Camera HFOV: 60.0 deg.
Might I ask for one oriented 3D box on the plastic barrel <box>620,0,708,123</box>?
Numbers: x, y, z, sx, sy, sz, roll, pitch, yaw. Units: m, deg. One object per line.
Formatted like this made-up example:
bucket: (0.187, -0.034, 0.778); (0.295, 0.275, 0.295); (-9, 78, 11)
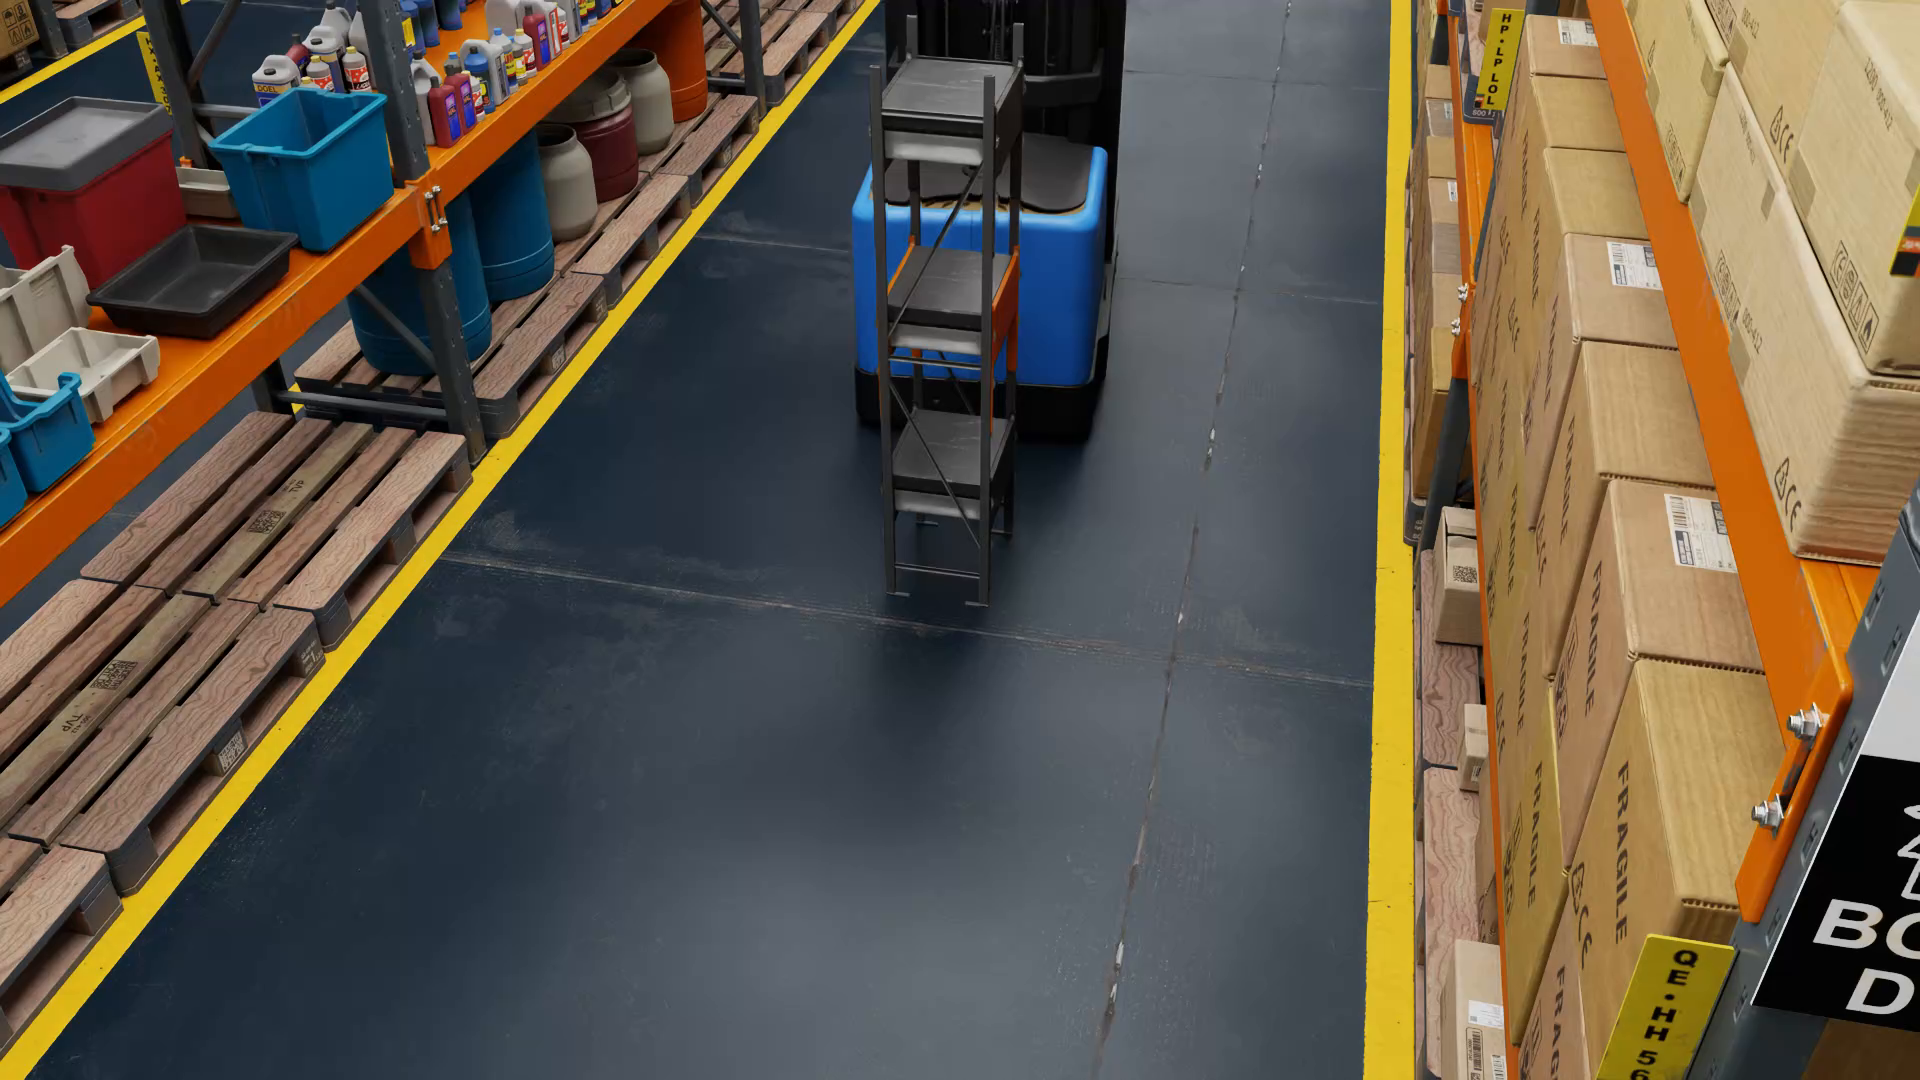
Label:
plastic barrel: (-1.801, -2.927, 9.723); (0.600, 0.830, 0.708); (7, 37, 10)

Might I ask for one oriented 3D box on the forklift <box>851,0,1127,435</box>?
forklift: (0.235, -2.500, 7.702); (1.130, 2.935, 3.031); (4, 36, 6)

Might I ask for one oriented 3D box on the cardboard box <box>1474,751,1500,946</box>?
cardboard box: (1.874, 0.909, 4.692); (0.797, 0.503, 0.637); (7, 37, 10)

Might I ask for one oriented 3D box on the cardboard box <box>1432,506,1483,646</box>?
cardboard box: (1.969, 0.122, 5.941); (0.500, 0.311, 0.500); (7, 37, 10)

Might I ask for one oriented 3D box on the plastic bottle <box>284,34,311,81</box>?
plastic bottle: (-2.795, -1.982, 7.028); (0.061, 0.283, 0.133); (7, 37, 10)

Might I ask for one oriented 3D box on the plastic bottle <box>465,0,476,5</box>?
plastic bottle: (-2.456, -2.804, 8.105); (0.144, 0.351, 0.185); (7, 37, 10)

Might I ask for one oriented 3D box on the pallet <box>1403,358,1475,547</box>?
pallet: (2.407, -0.344, 7.044); (1.003, 0.211, 1.213); (7, 37, 10)

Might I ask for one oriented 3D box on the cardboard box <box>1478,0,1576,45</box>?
cardboard box: (2.588, -2.233, 6.832); (0.700, 0.500, 0.500); (-1, 36, -2)

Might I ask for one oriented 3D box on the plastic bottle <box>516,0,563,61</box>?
plastic bottle: (-1.899, -2.323, 7.505); (0.152, 0.276, 0.135); (7, 37, 10)

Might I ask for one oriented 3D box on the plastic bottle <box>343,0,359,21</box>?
plastic bottle: (-2.652, -2.279, 7.380); (0.144, 0.351, 0.185); (7, 37, 10)

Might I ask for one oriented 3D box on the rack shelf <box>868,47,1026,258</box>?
rack shelf: (-0.035, -1.311, 5.600); (0.431, 0.518, 0.480); (7, 37, 10)

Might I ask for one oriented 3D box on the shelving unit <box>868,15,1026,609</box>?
shelving unit: (-0.035, -0.755, 6.003); (0.431, 2.100, 0.503); (7, 37, 10)

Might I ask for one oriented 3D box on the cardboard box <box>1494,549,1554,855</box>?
cardboard box: (1.465, 0.377, 3.589); (0.500, 0.500, 0.500); (8, 37, 10)

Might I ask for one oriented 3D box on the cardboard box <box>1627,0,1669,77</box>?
cardboard box: (1.602, -1.048, 3.212); (0.500, 0.250, 0.500); (7, 37, 10)

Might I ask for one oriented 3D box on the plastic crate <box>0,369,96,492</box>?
plastic crate: (-2.702, -0.315, 4.720); (0.416, 0.233, 0.300); (7, 37, 10)

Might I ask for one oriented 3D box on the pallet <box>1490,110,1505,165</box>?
pallet: (2.548, -1.368, 6.245); (1.003, 0.211, 1.213); (7, 37, 10)

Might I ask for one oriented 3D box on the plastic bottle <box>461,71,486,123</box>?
plastic bottle: (-2.037, -1.846, 6.910); (0.097, 0.201, 0.097); (0, 36, 0)

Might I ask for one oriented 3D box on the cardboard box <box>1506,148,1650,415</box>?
cardboard box: (1.675, -0.622, 4.114); (0.500, 0.500, 0.500); (6, 36, 9)

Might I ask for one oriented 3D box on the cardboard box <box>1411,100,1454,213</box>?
cardboard box: (2.642, -1.935, 8.619); (0.500, 0.500, 0.500); (6, 36, 8)

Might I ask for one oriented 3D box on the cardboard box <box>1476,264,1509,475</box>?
cardboard box: (1.789, -0.490, 4.785); (0.500, 0.500, 0.500); (8, 37, 11)

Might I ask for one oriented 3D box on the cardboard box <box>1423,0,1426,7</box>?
cardboard box: (3.211, -3.498, 10.527); (0.500, 0.311, 0.500); (7, 37, 10)

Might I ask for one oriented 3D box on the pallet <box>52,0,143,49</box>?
pallet: (-6.384, -3.857, 11.892); (1.003, 0.211, 1.213); (7, 37, 10)

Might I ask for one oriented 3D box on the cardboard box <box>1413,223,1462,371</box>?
cardboard box: (2.317, -1.056, 7.406); (0.500, 0.500, 0.500); (8, 37, 11)

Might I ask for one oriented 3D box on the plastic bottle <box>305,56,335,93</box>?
plastic bottle: (-2.713, -1.949, 7.053); (0.097, 0.201, 0.097); (0, 36, 0)

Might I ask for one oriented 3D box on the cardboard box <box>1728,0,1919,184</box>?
cardboard box: (1.383, -0.678, 2.275); (0.500, 0.250, 0.500); (7, 37, 10)

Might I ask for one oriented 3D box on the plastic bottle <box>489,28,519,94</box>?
plastic bottle: (-1.967, -2.063, 7.150); (0.097, 0.271, 0.097); (0, 36, 0)

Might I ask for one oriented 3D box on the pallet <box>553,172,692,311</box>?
pallet: (-2.104, -1.634, 8.825); (1.003, 0.211, 1.213); (7, 37, 10)

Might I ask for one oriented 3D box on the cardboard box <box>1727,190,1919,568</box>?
cardboard box: (1.268, -0.190, 2.028); (0.500, 0.250, 0.500); (7, 37, 10)

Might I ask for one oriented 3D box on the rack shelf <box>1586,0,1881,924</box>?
rack shelf: (1.843, -0.778, 3.325); (1.077, 0.370, 4.000); (7, 37, 10)

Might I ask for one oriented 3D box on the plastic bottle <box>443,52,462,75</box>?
plastic bottle: (-2.144, -1.977, 7.090); (0.097, 0.201, 0.097); (0, 36, 0)

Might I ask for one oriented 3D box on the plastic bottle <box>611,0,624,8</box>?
plastic bottle: (-1.695, -2.748, 8.084); (0.061, 0.283, 0.133); (7, 37, 10)

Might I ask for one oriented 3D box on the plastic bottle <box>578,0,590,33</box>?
plastic bottle: (-1.798, -2.517, 7.776); (0.097, 0.271, 0.097); (0, 36, 0)

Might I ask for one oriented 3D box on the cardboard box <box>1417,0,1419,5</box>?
cardboard box: (3.433, -3.854, 11.497); (0.500, 0.250, 0.500); (6, 36, 9)

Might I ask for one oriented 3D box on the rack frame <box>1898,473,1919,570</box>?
rack frame: (1.416, -1.137, 0.651); (1.000, 3.000, 0.127); (7, 37, 10)

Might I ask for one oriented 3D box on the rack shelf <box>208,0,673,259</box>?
rack shelf: (-2.141, -2.480, 8.229); (1.077, 0.370, 4.000); (7, 37, 10)

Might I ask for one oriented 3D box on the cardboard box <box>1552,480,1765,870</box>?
cardboard box: (1.350, 0.267, 2.888); (0.500, 0.500, 0.500); (8, 37, 11)

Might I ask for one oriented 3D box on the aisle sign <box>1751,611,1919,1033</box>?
aisle sign: (1.102, 0.240, 1.648); (0.394, 0.787, 0.004); (7, 37, 10)

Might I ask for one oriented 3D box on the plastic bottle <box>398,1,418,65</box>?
plastic bottle: (-2.511, -2.261, 7.355); (0.144, 0.351, 0.185); (7, 37, 10)

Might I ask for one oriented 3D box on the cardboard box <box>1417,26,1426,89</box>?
cardboard box: (3.106, -2.980, 10.290); (0.500, 0.250, 0.500); (7, 37, 9)

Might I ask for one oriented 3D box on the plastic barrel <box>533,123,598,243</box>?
plastic barrel: (-2.076, -1.816, 8.461); (0.421, 0.512, 0.421); (0, 36, 0)

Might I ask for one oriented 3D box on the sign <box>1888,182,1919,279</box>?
sign: (0.878, -0.362, 1.384); (0.100, 0.325, 0.005); (7, 37, 10)

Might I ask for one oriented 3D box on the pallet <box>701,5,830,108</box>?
pallet: (-1.510, -3.228, 11.024); (1.003, 0.211, 1.213); (7, 37, 10)

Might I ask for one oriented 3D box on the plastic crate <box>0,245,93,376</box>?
plastic crate: (-3.074, -0.749, 5.277); (0.437, 0.282, 0.530); (7, 37, 10)

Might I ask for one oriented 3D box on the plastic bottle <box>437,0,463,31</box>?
plastic bottle: (-2.410, -2.543, 7.812); (0.097, 0.271, 0.097); (0, 36, 0)

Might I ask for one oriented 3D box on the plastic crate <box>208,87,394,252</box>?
plastic crate: (-2.334, -1.332, 5.994); (0.392, 0.384, 0.575); (7, 37, 10)

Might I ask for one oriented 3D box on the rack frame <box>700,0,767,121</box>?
rack frame: (-1.713, -3.918, 9.600); (1.000, 3.000, 0.127); (7, 37, 10)

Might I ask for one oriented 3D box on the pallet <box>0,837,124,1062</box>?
pallet: (-3.208, 1.330, 4.735); (1.003, 0.211, 1.213); (7, 37, 10)
